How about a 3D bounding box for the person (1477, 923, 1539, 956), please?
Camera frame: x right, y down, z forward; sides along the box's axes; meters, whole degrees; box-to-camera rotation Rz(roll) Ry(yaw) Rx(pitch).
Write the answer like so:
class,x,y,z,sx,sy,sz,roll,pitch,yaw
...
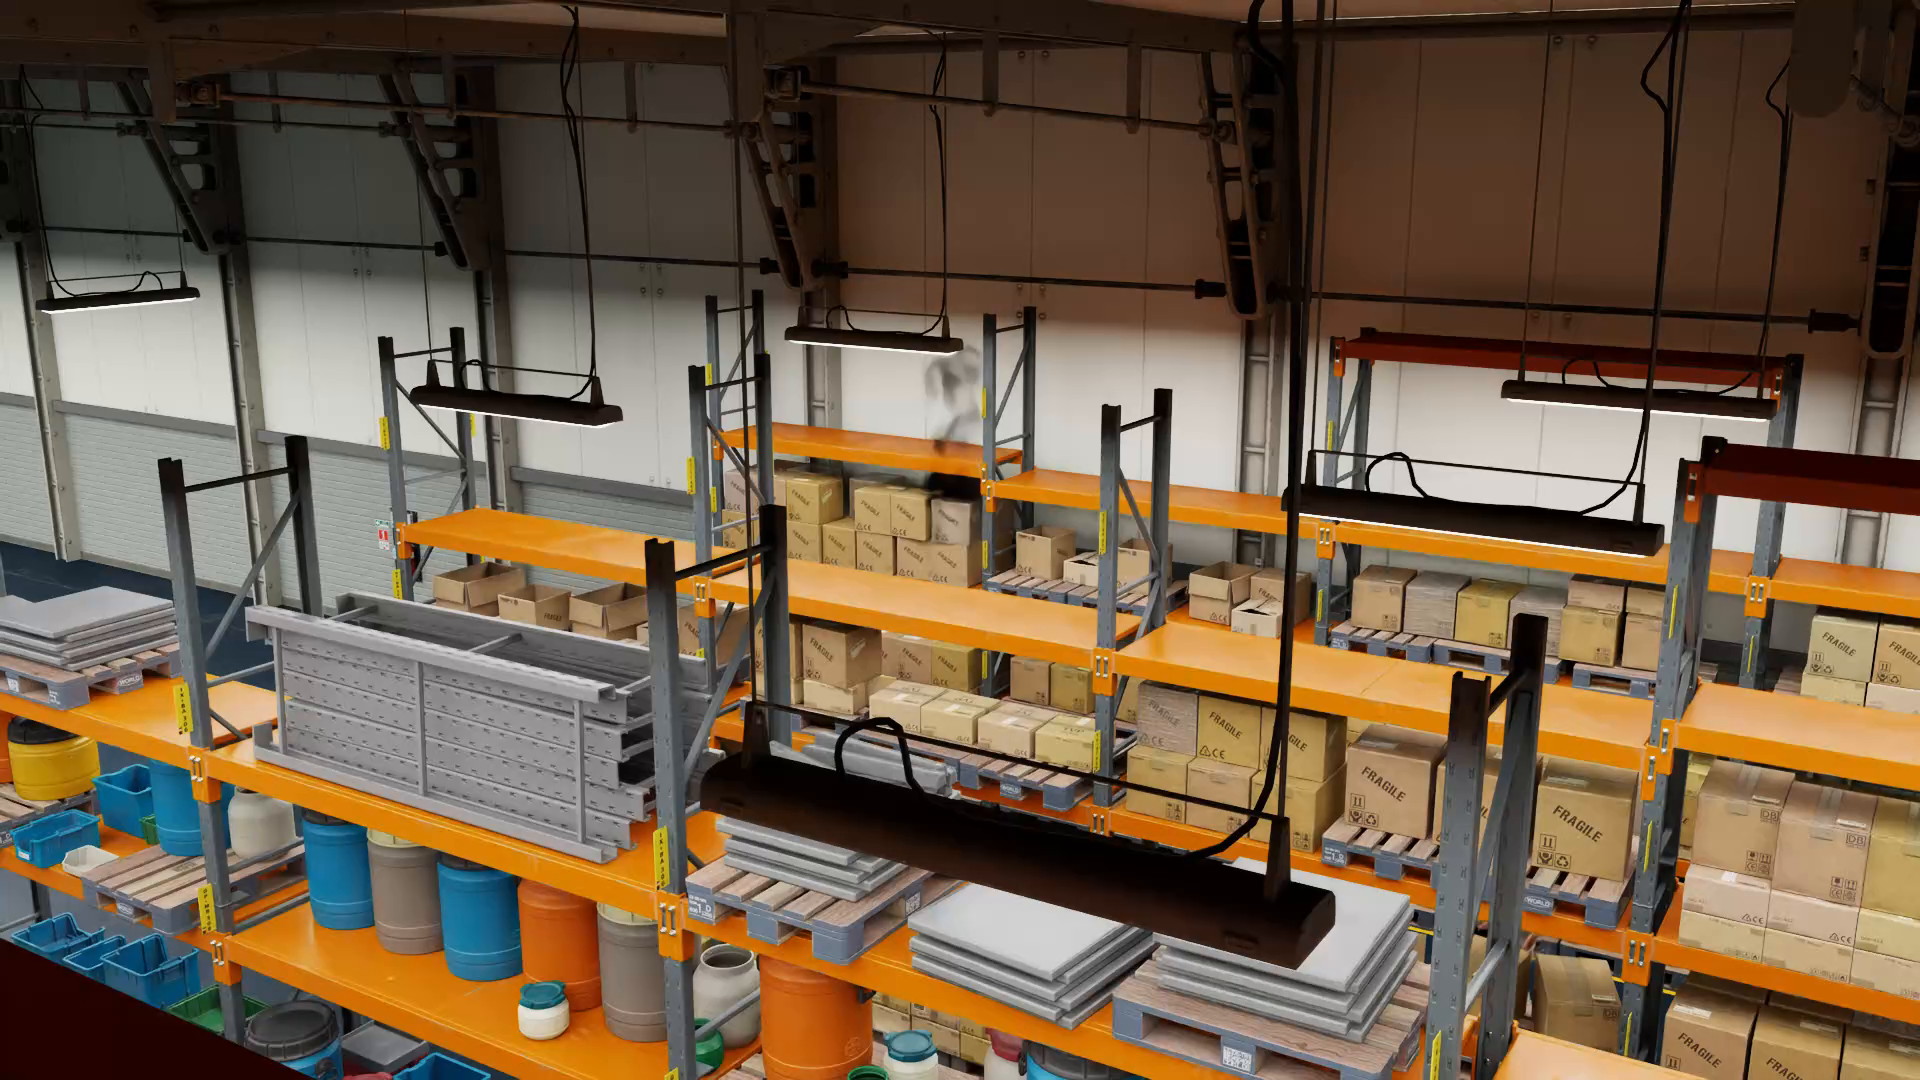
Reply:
class,x,y,z,sx,sy,sz,roll,pitch,yaw
person,4.960,3.688,14.944,0.636,1.620,0.544,6,15,23
